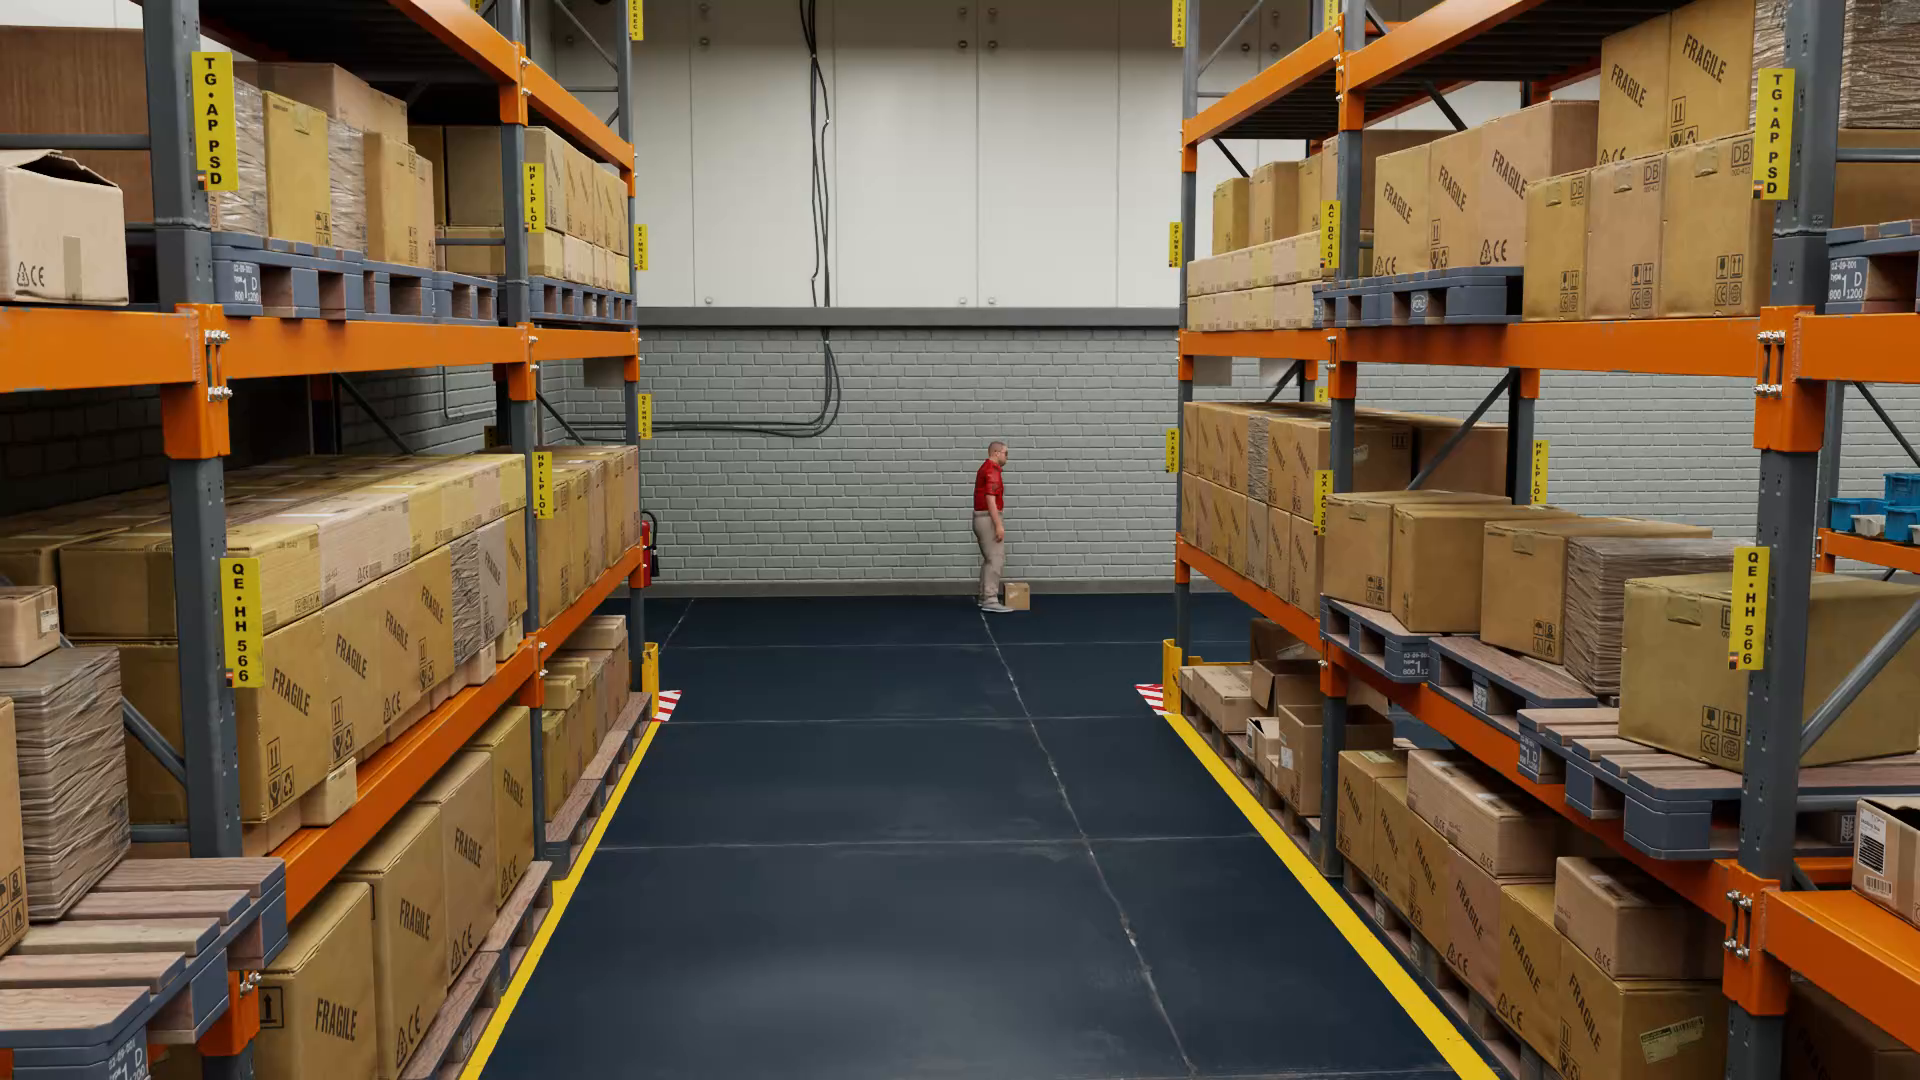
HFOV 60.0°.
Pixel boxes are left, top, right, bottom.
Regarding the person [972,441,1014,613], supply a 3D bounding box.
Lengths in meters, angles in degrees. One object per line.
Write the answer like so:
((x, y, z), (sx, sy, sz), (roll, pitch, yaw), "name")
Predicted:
((0.329, -0.148, 17.031), (0.389, 1.728, 0.608), (-1, 7, -7), "person")
